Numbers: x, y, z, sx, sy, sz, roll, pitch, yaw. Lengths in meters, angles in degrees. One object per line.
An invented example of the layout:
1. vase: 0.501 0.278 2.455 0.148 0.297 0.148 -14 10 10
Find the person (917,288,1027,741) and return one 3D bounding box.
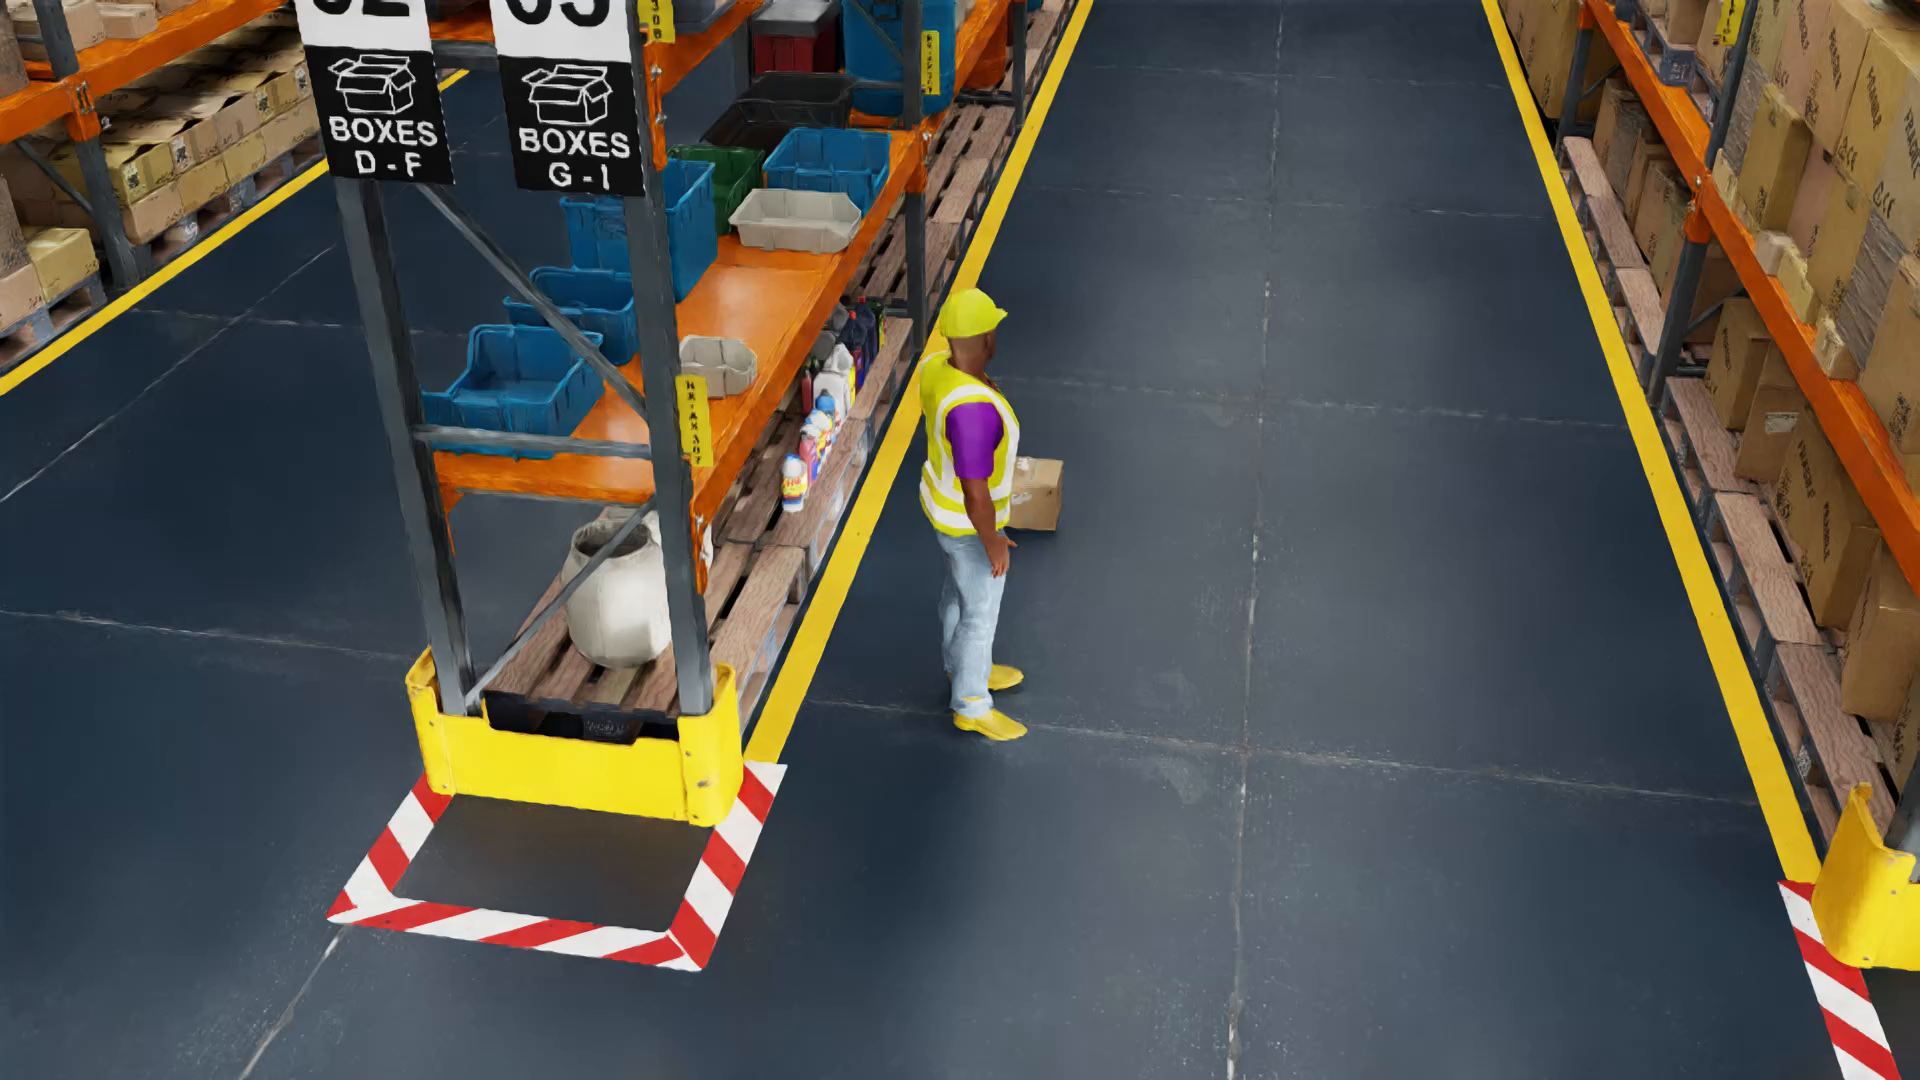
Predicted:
1. person: 0.065 -0.098 6.269 0.416 1.811 0.619 -7 33 -11
